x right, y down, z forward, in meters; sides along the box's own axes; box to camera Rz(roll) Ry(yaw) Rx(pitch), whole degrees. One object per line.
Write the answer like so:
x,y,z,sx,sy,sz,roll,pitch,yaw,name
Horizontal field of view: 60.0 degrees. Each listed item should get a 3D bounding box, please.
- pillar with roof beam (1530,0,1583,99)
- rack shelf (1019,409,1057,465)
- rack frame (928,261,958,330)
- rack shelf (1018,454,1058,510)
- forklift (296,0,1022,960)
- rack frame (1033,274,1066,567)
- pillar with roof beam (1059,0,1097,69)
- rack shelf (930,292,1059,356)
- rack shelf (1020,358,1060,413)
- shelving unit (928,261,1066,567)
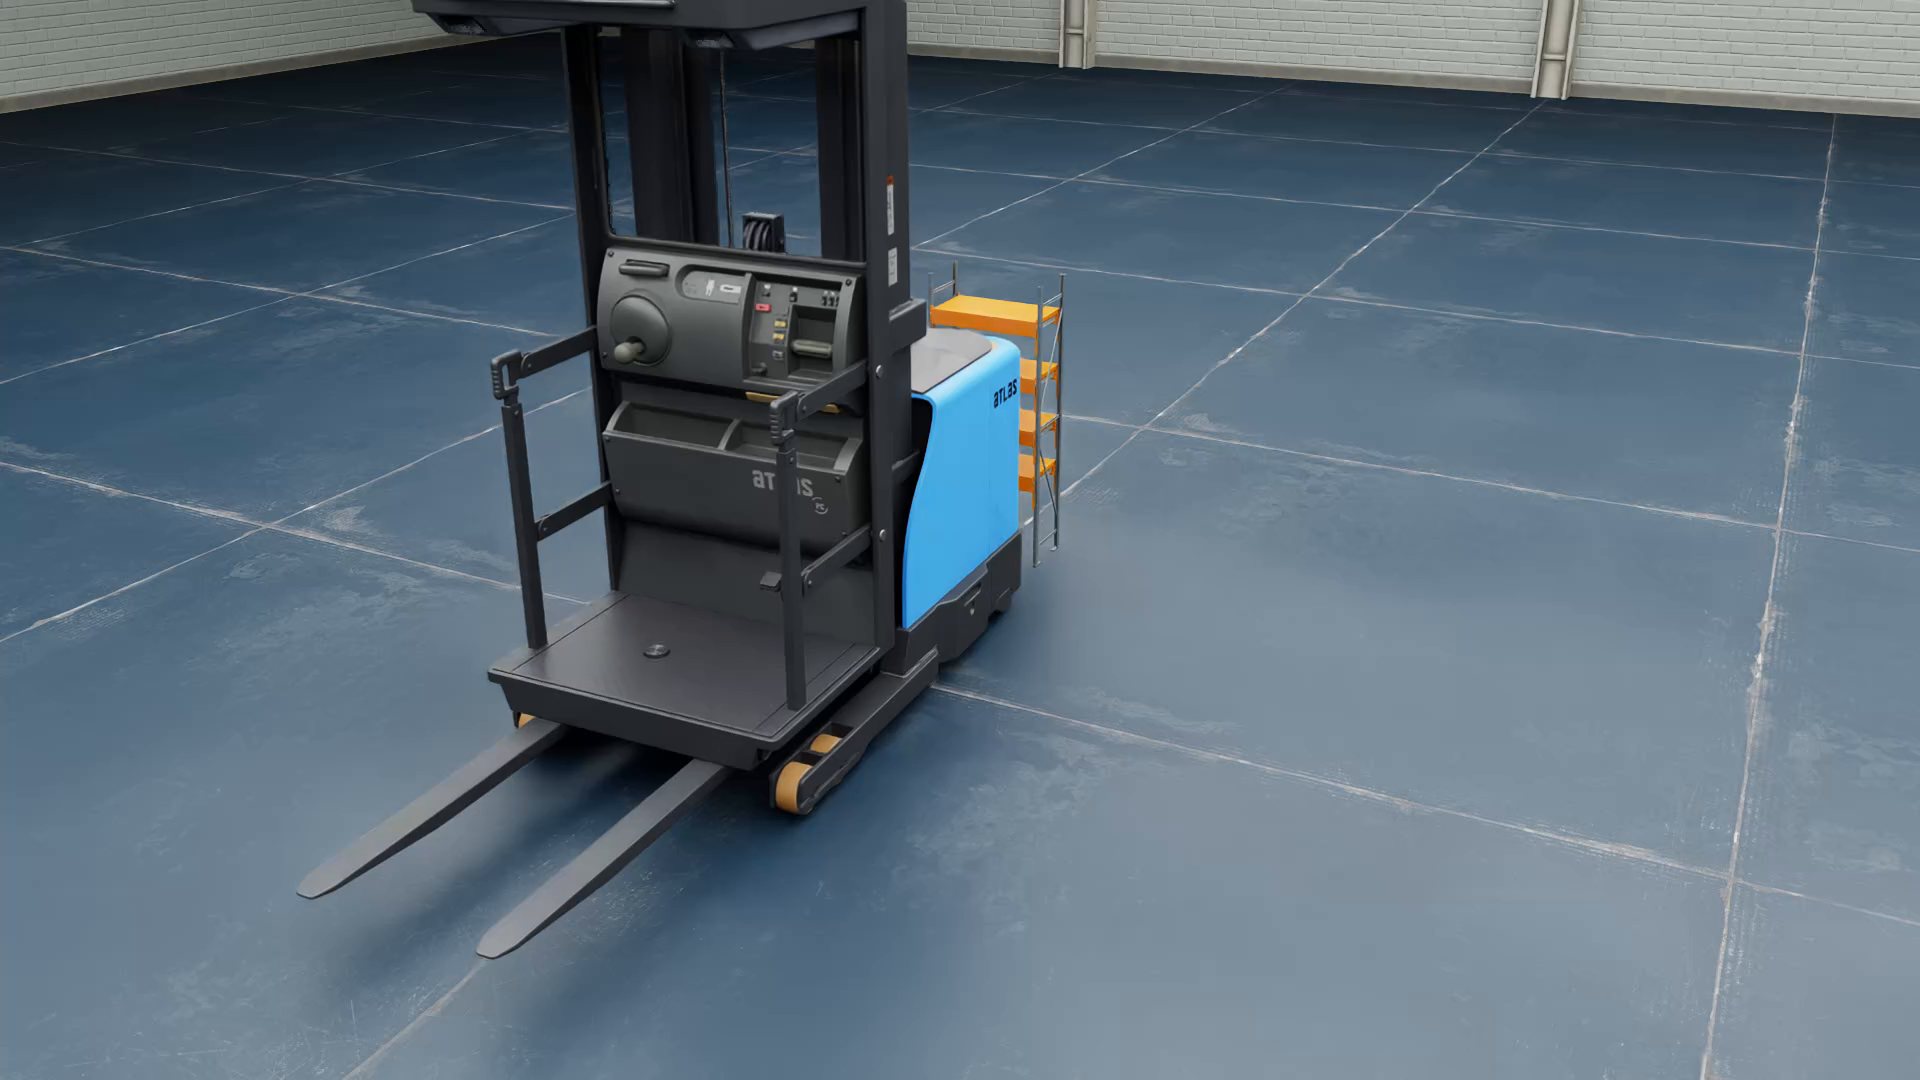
4.955,-7.820,14.141,0.400,9.000,9.100,11,25,25,pillar with roof beam
0.148,-0.461,6.973,0.480,0.148,0.258,11,25,25,rack shelf
-0.070,-0.566,7.048,0.015,1.200,0.240,11,25,25,rack frame
0.148,-0.278,7.050,0.480,0.148,0.258,11,25,25,rack shelf
-0.838,-0.679,5.102,1.130,2.935,3.031,10,25,23,forklift
0.365,-0.480,6.845,0.015,1.200,0.240,11,25,25,rack frame
-0.400,-8.880,16.632,0.400,9.000,9.100,11,25,25,pillar with roof beam
0.148,-0.885,6.793,0.480,0.148,0.258,11,25,25,rack shelf
0.148,-0.667,6.885,0.480,0.148,0.258,11,25,25,rack shelf
0.148,-0.523,6.946,0.503,1.200,0.258,11,25,25,shelving unit
